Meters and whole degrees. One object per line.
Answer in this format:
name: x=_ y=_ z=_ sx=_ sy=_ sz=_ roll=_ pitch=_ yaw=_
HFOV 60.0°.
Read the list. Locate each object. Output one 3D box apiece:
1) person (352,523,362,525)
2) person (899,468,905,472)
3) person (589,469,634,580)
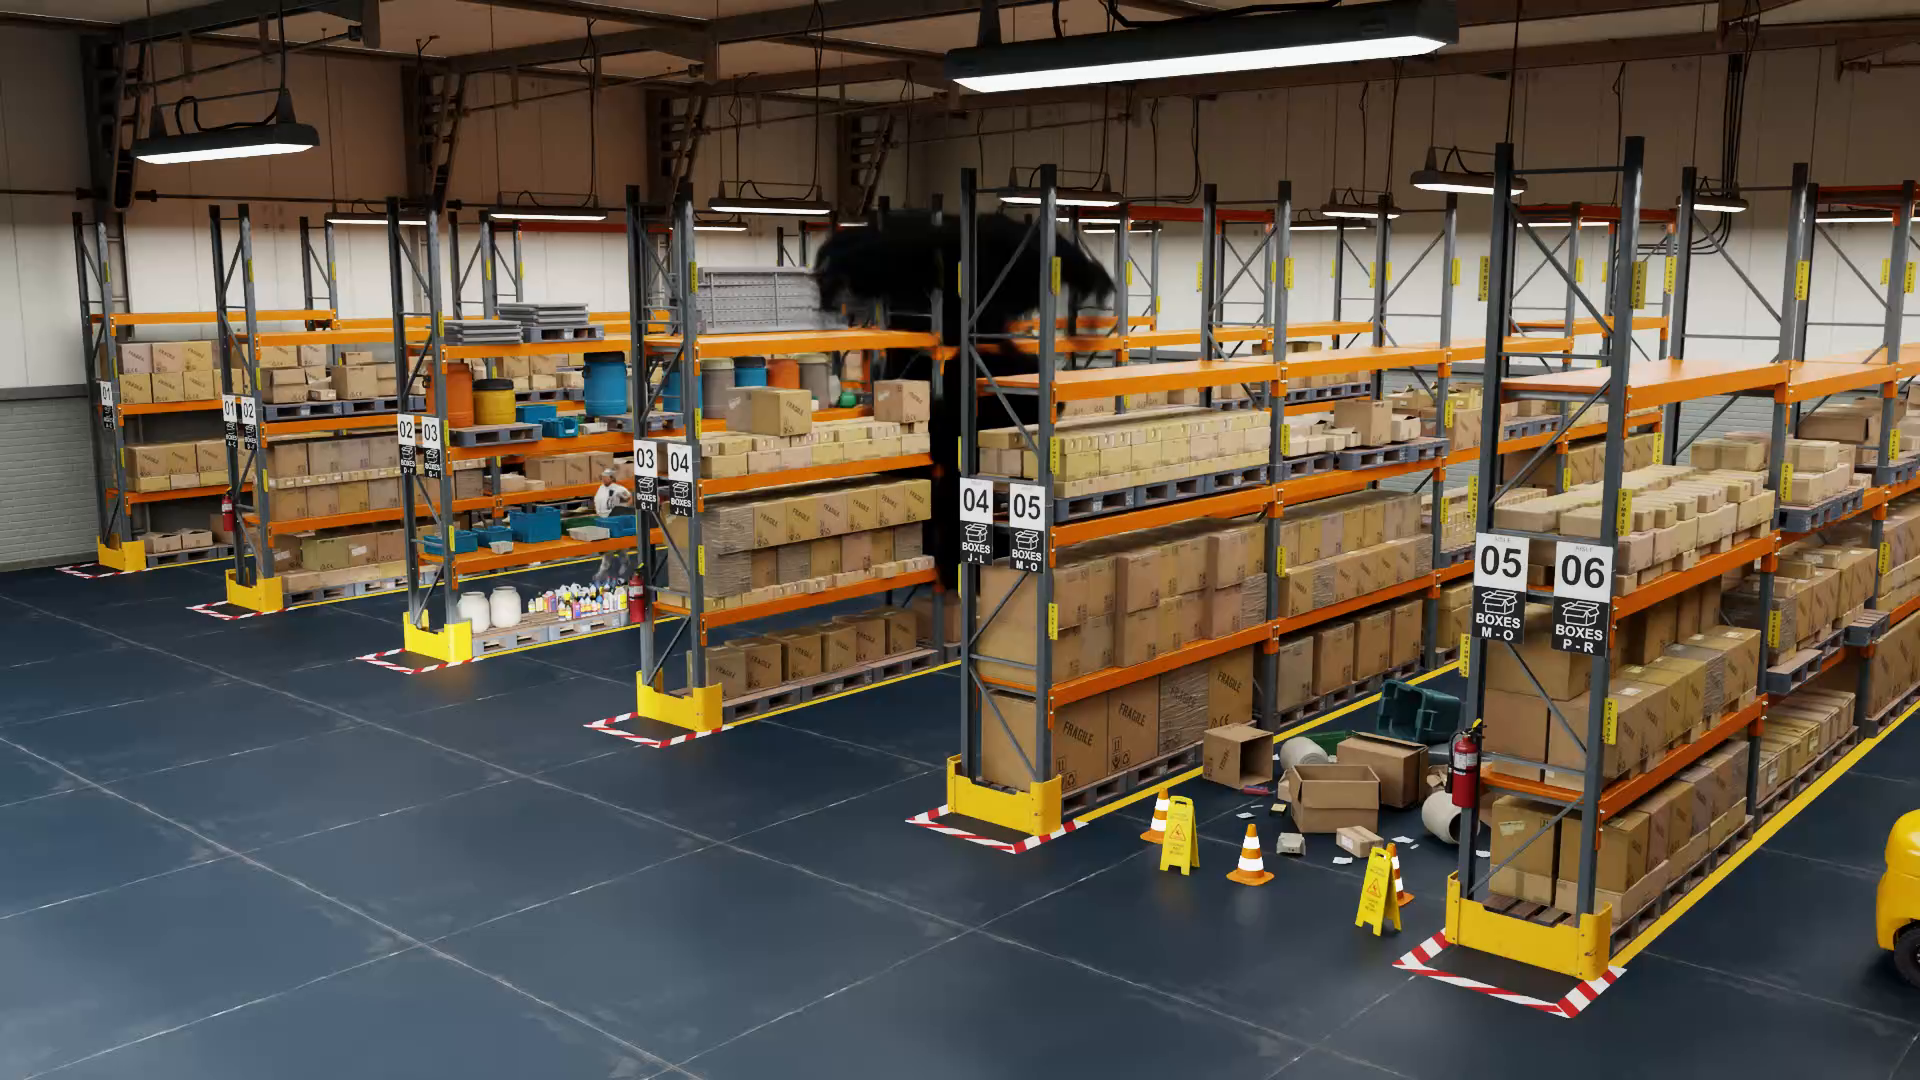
person: x=-10.396 y=-0.405 z=28.595 sx=0.575 sy=1.626 sz=0.912 roll=6 pitch=11 yaw=34
person: x=-0.916 y=-0.803 z=31.038 sx=0.636 sy=1.725 sz=0.827 roll=9 pitch=13 yaw=44
person: x=-5.475 y=-0.262 z=26.015 sx=0.606 sy=1.710 sz=0.859 roll=7 pitch=12 yaw=37
